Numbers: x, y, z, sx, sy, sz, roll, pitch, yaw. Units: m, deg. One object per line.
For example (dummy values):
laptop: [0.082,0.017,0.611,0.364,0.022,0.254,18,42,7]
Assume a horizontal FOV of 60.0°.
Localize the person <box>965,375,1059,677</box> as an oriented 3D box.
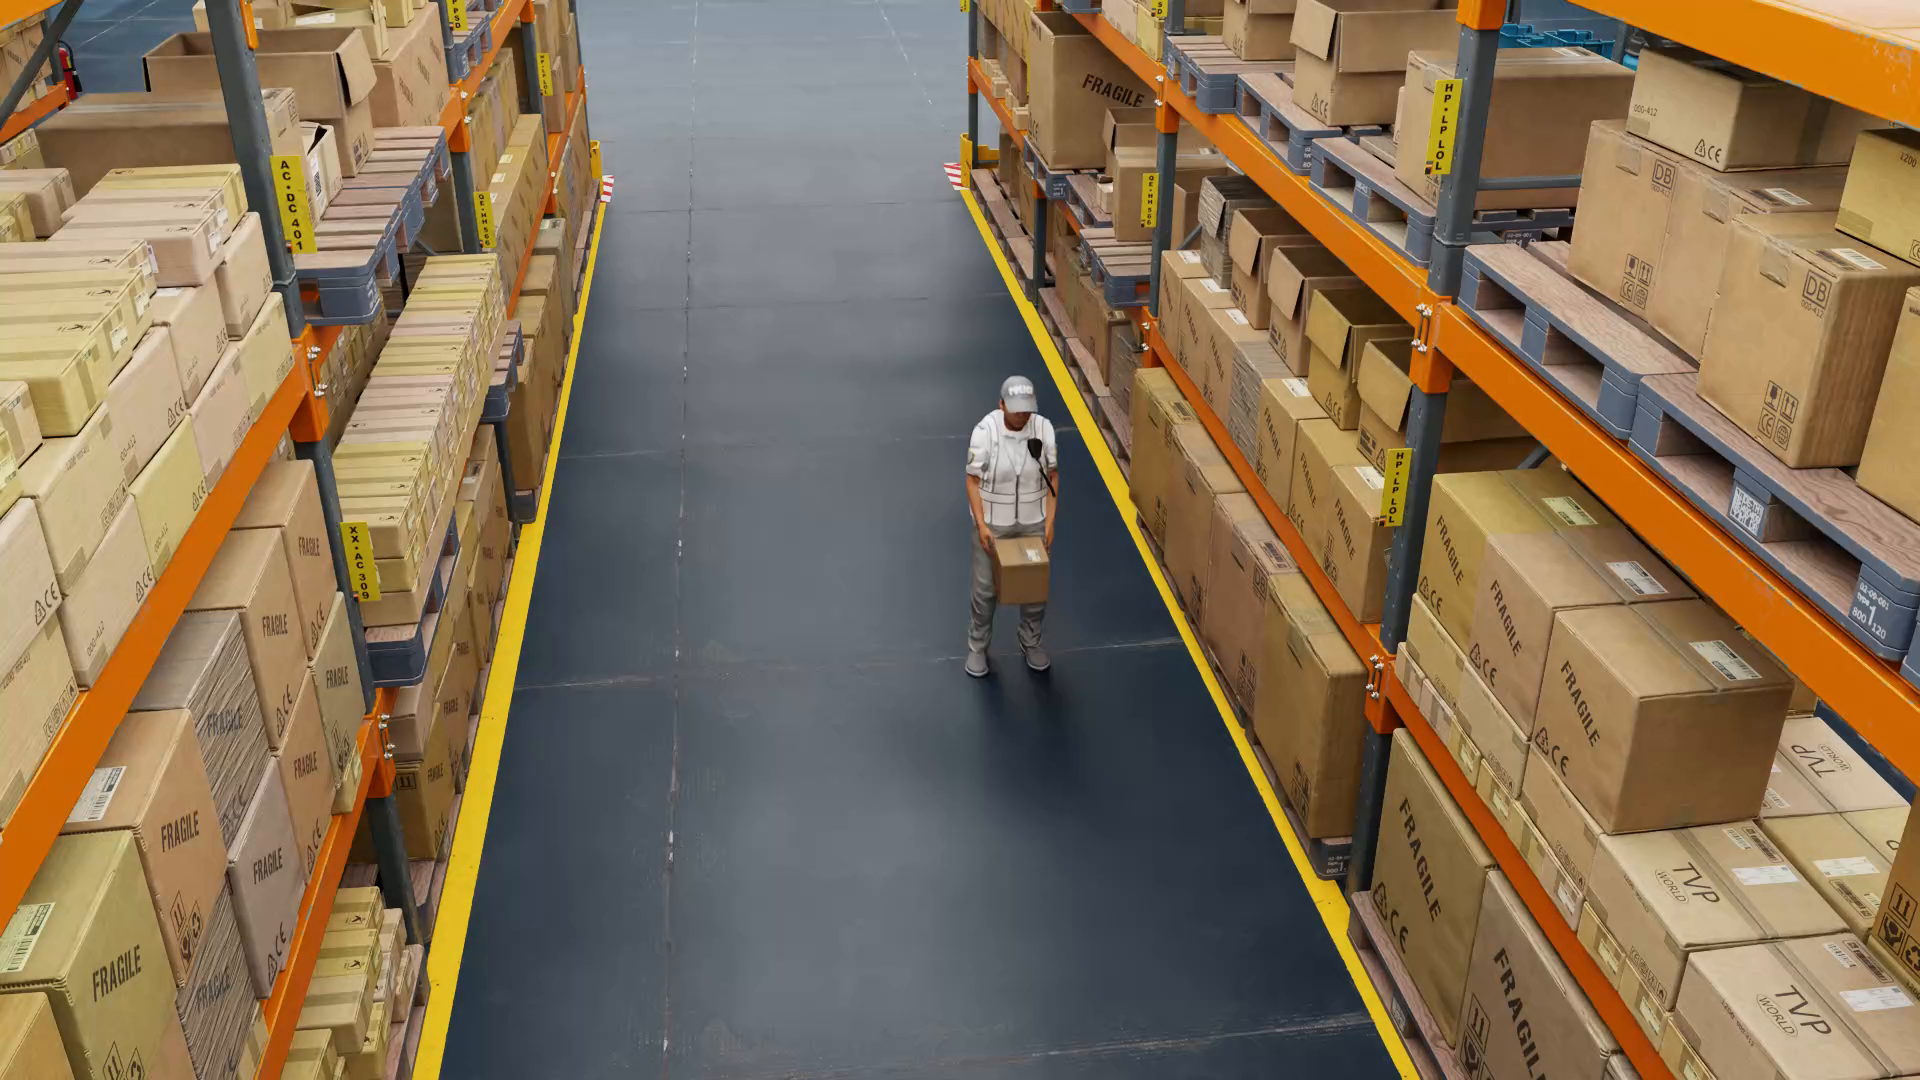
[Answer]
person: [0.269,-0.094,8.787,0.516,1.672,0.418,-4,28,-8]
